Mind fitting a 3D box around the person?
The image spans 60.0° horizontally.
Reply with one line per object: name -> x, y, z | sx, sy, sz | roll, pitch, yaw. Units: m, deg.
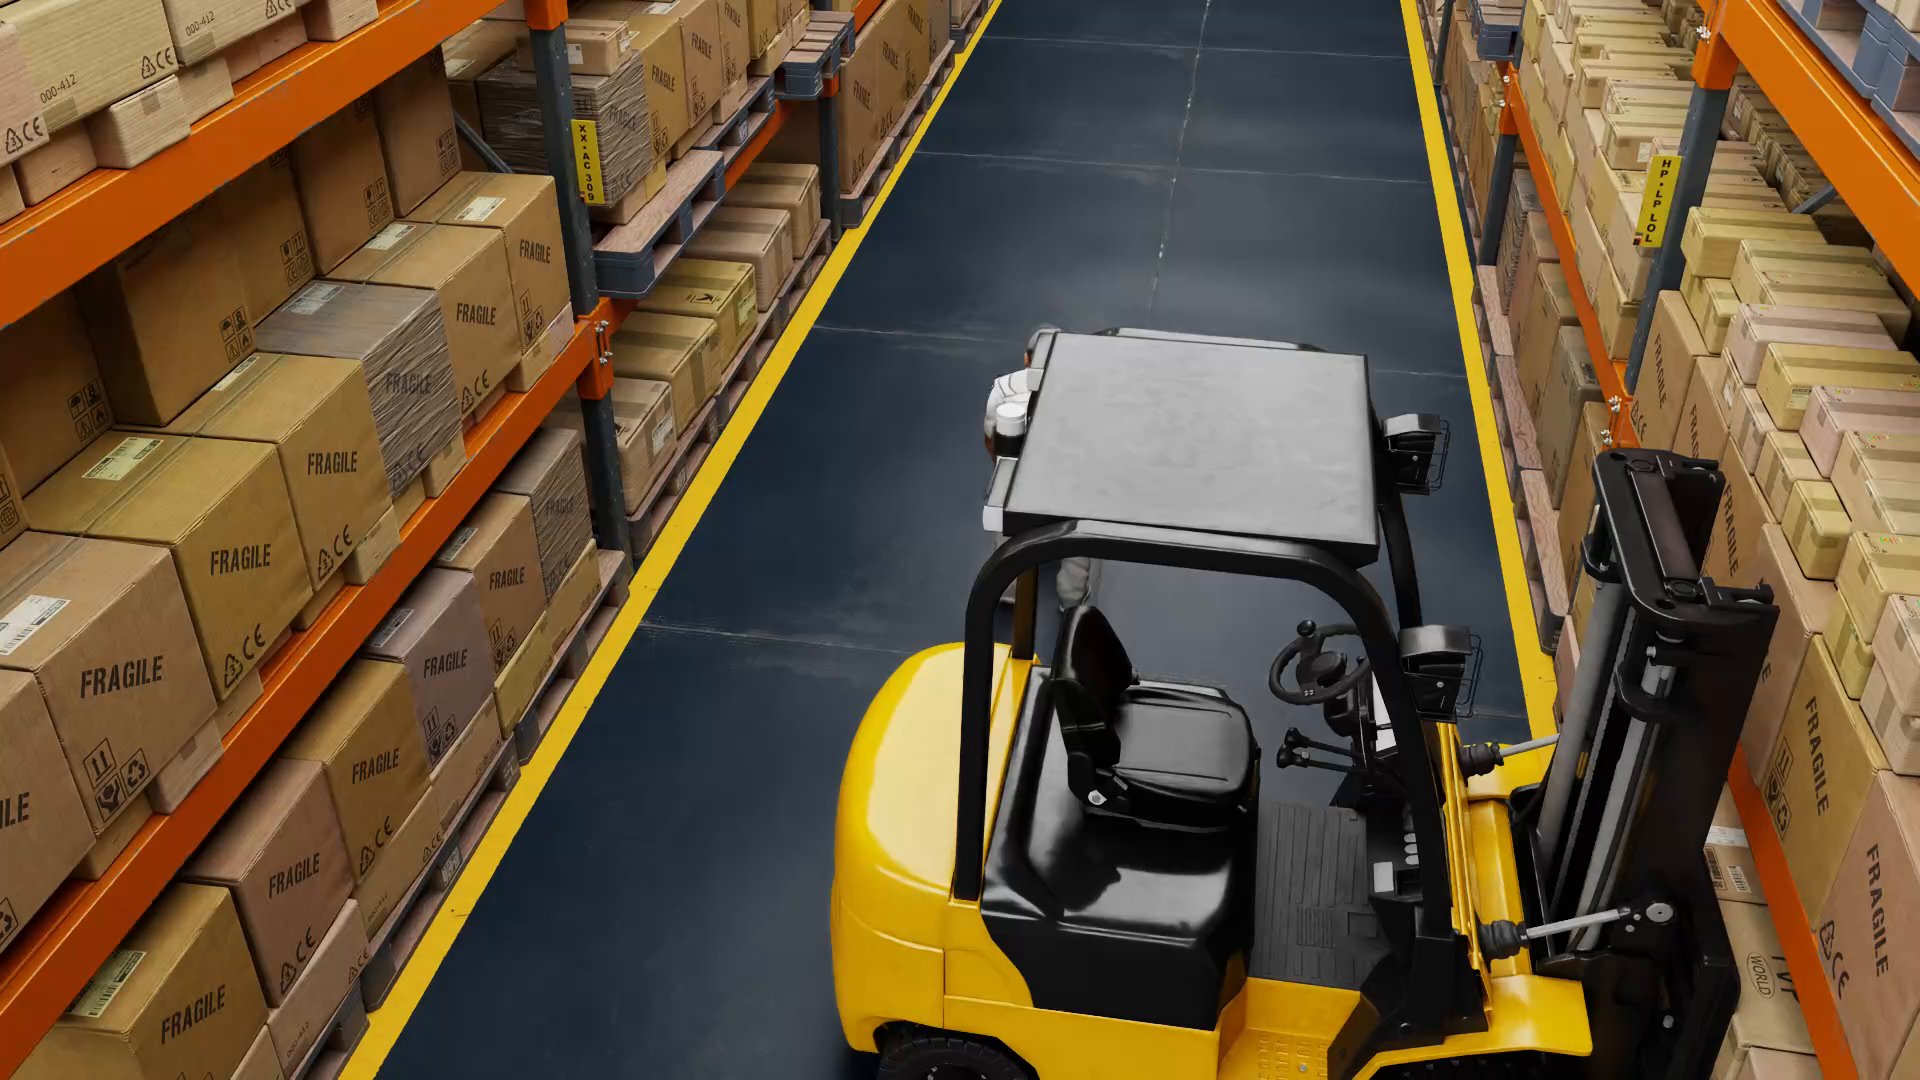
person -> 0.344, -0.284, 7.055 | 0.538, 1.055, 0.826 | 5, 33, 8
